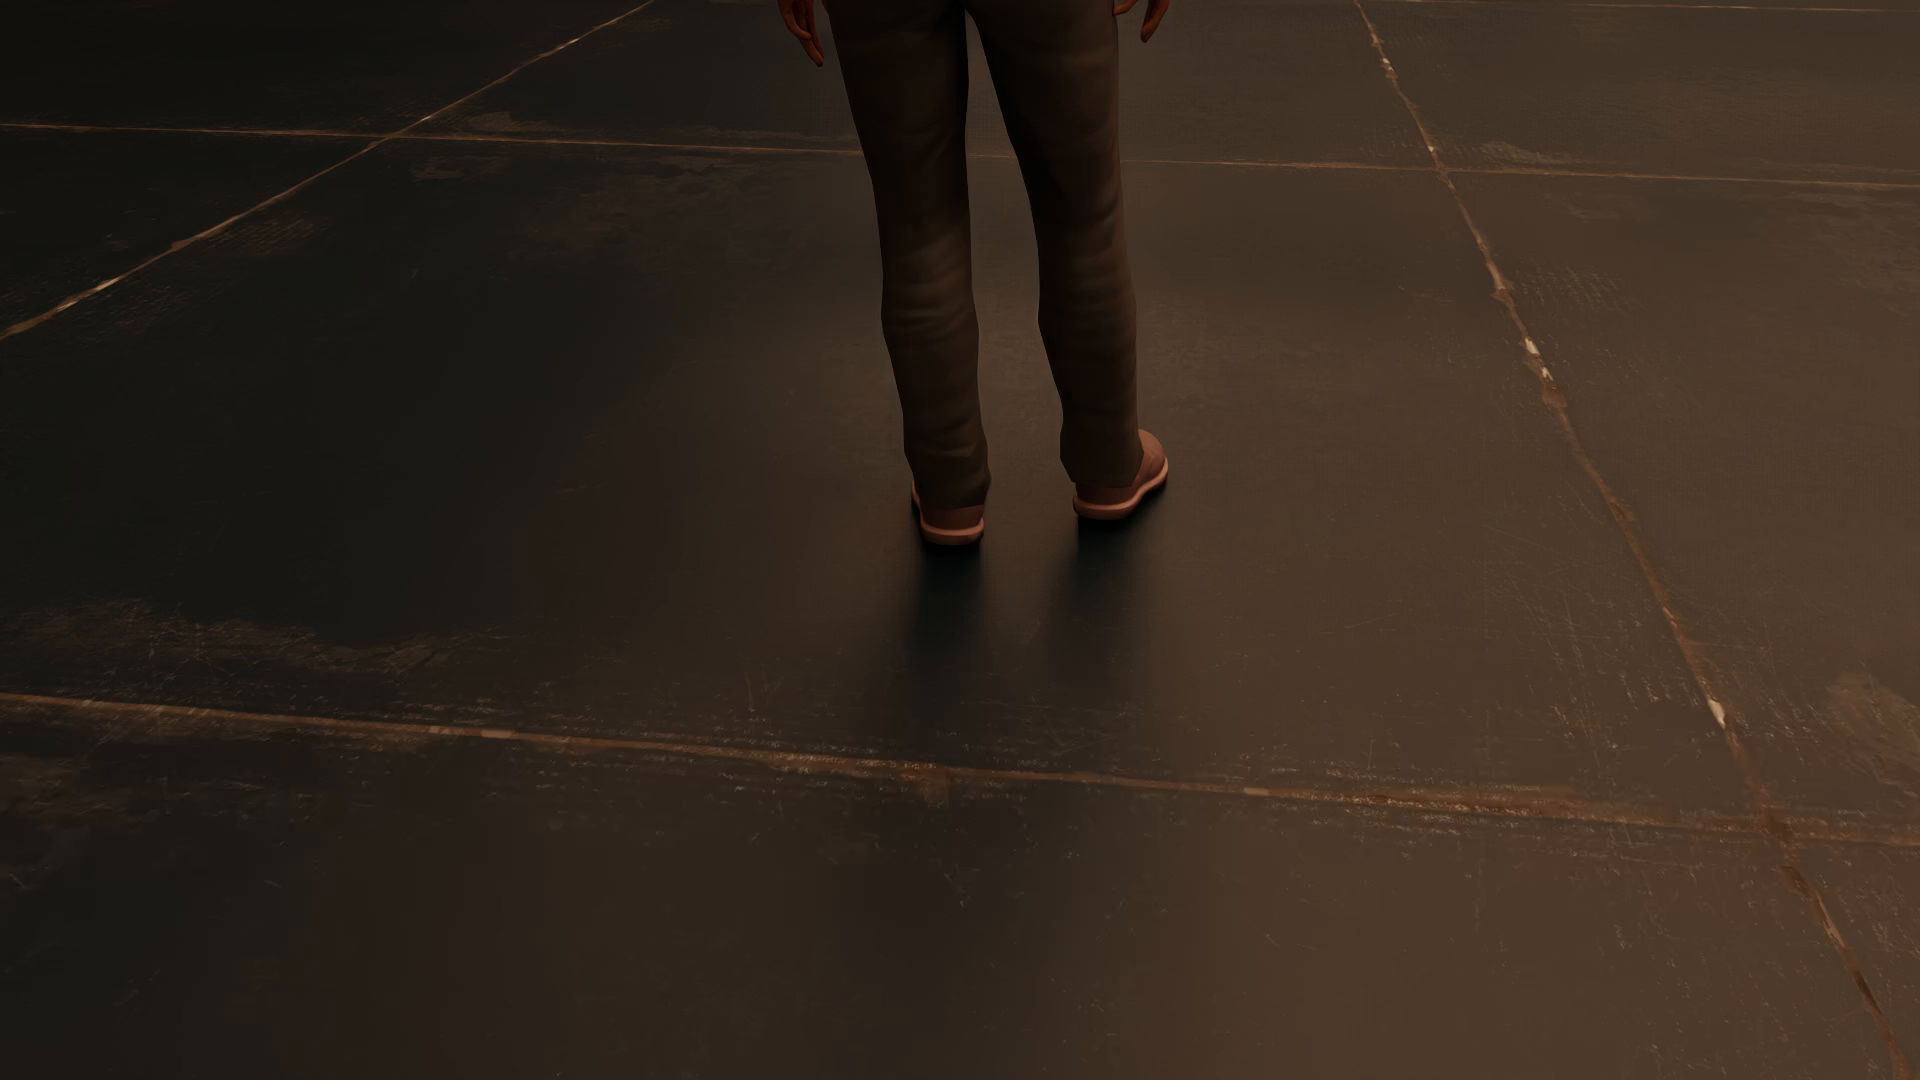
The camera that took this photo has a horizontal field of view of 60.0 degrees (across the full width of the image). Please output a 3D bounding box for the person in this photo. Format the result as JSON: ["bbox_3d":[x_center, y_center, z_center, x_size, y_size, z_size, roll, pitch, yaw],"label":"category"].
[{"bbox_3d":[0.032,-0.784,2.203,0.569,1.654,0.504,3,27,7],"label":"person"}]
